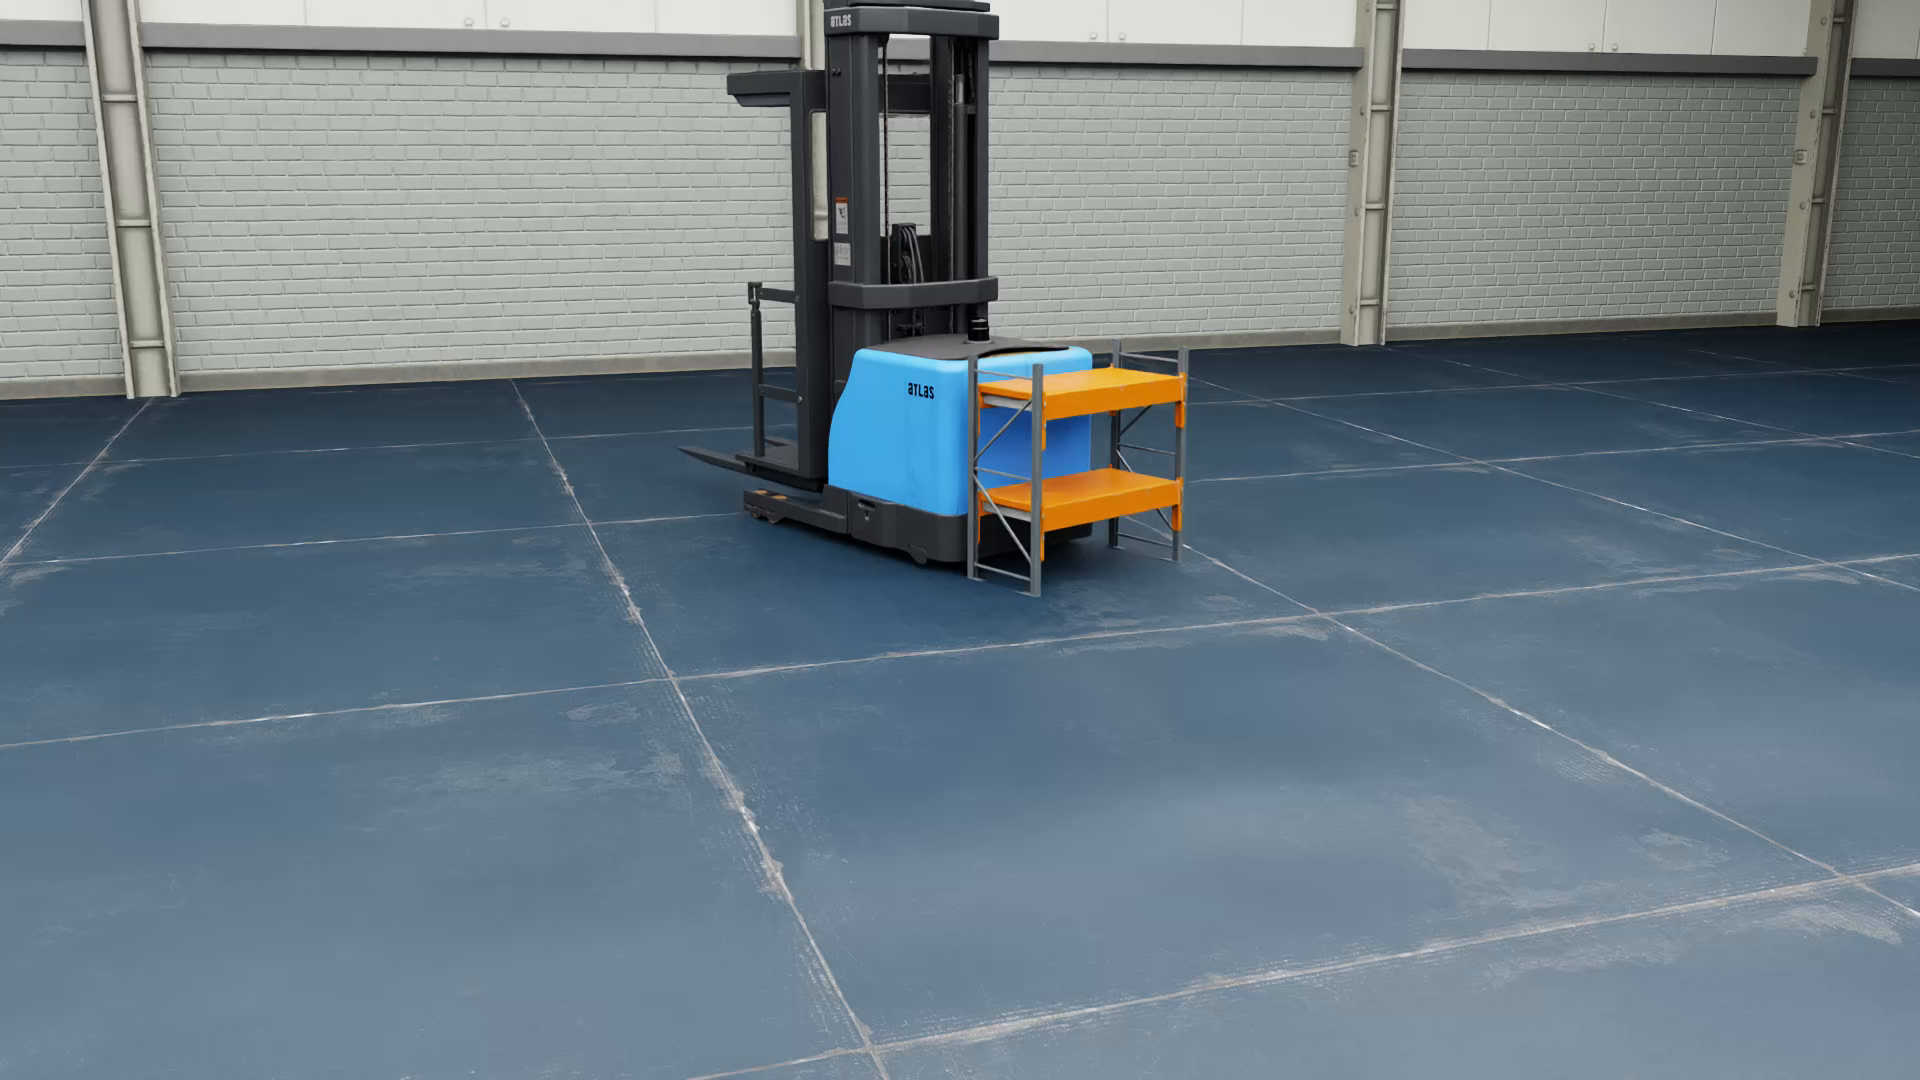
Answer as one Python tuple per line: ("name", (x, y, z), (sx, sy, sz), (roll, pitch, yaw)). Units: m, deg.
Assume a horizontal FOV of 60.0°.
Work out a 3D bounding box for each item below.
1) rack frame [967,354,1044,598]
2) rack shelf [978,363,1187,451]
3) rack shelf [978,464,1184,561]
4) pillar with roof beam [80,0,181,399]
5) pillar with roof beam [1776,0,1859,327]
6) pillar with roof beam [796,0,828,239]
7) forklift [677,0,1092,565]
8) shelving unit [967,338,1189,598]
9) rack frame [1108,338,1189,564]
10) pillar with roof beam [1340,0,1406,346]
("rack frame", (0.213, -0.313, 8.030), (0.032, 1.125, 0.500), (-11, 18, -40))
("rack shelf", (0.596, -0.676, 8.287), (1.000, 0.278, 0.538), (-11, 18, -40))
("rack shelf", (0.596, -0.153, 8.412), (1.000, 0.278, 0.538), (-11, 18, -40))
("pillar with roof beam", (-5.614, -4.690, 9.415), (0.400, 9.000, 9.100), (-4, 14, -18))
("pillar with roof beam", (11.446, -6.019, 15.000), (0.400, 9.000, 9.100), (-4, 14, -18))
("pillar with roof beam", (0.073, -5.133, 11.276), (0.400, 9.000, 9.100), (-4, 14, -18))
("forklift", (-0.606, -1.582, 9.460), (1.130, 2.935, 3.031), (-11, 17, -38))
("shelving unit", (0.596, -0.391, 8.355), (1.048, 1.125, 0.538), (-11, 18, -40))
("rack frame", (0.978, -0.468, 8.681), (0.032, 1.125, 0.500), (-11, 18, -40))
("pillar with roof beam", (5.759, -5.576, 13.138), (0.400, 9.000, 9.100), (-4, 14, -18))
